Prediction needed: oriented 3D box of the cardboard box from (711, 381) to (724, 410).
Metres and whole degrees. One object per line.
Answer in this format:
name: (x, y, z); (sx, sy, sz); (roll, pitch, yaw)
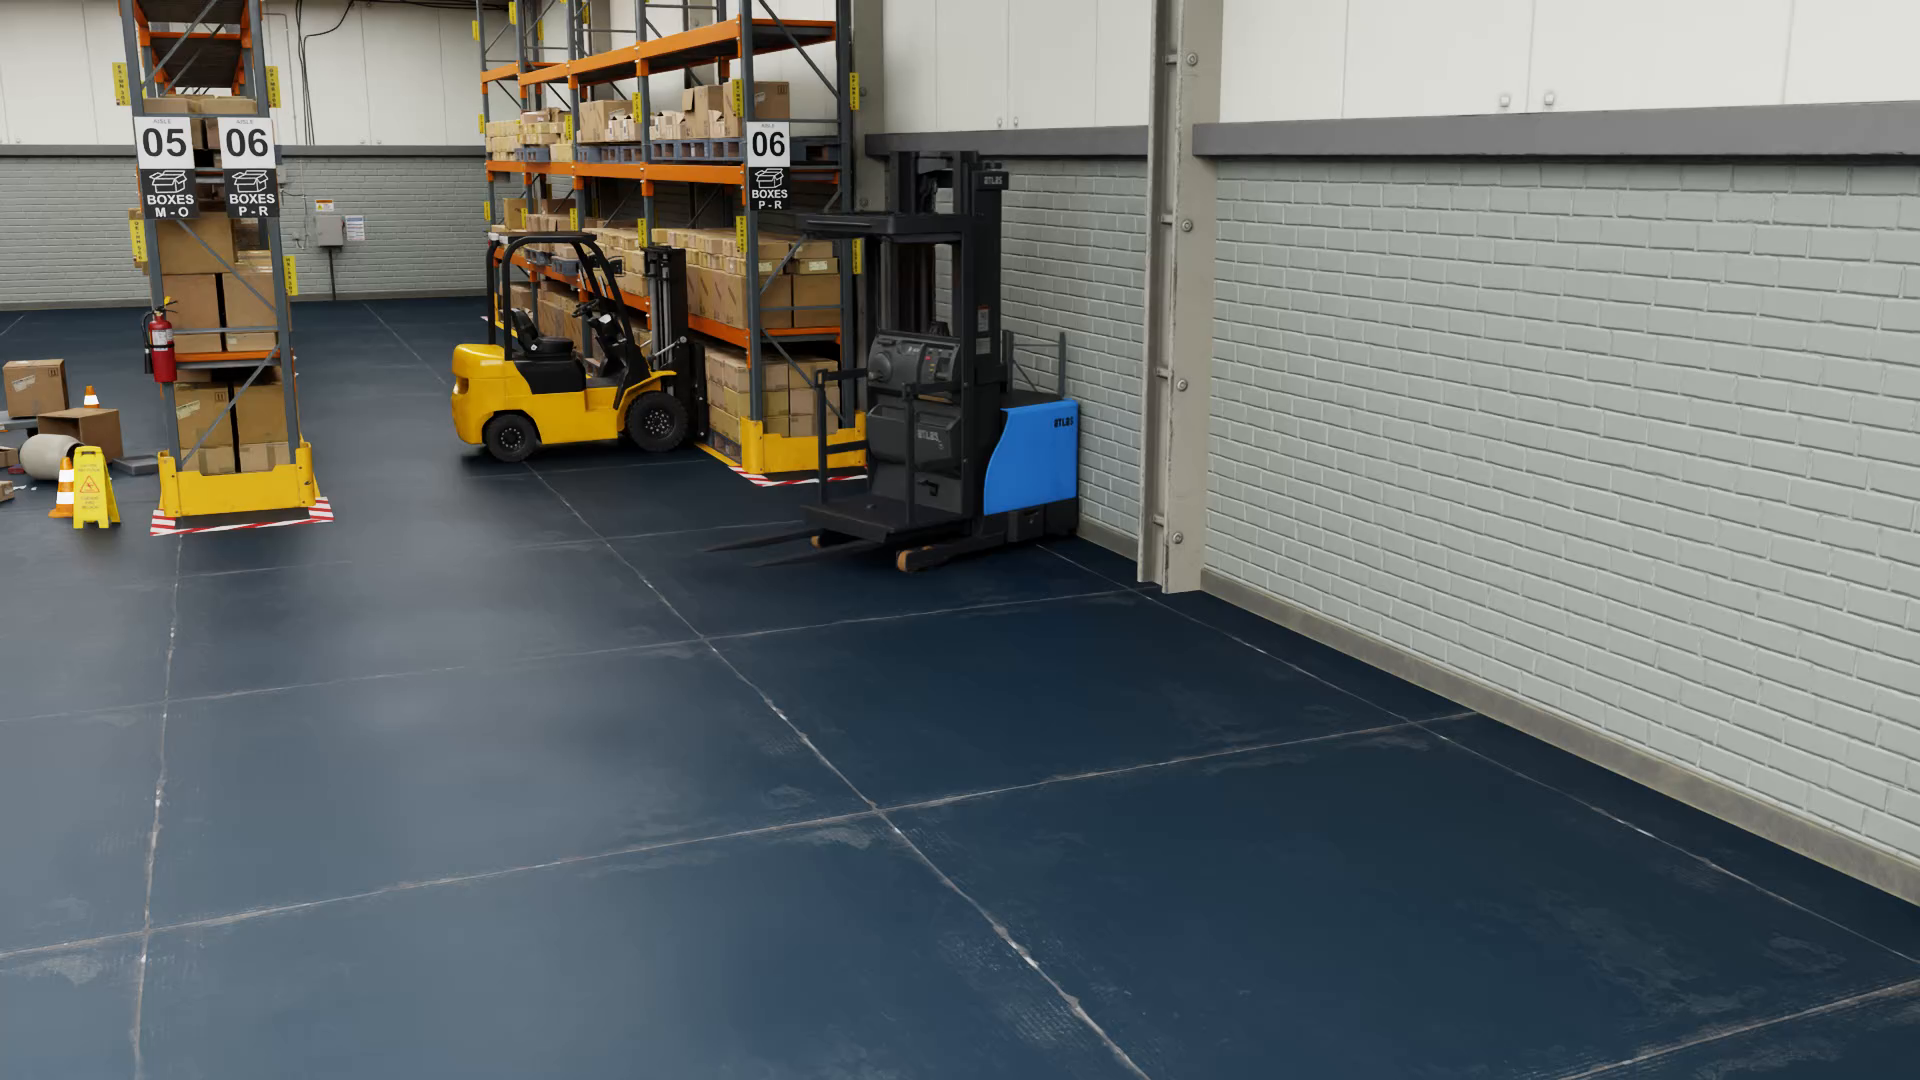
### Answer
cardboard box: (-2.165, -1.451, 16.544); (0.500, 0.250, 0.500); (-6, 14, -24)

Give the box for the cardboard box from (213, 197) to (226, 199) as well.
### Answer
cardboard box: (-10.814, -4.852, 24.740); (0.500, 0.500, 0.500); (-6, 14, -23)

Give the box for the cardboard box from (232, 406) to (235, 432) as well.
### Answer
cardboard box: (-7.428, -1.152, 16.362); (0.500, 0.250, 0.500); (-5, 14, -20)

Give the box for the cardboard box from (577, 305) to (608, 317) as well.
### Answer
cardboard box: (-5.127, -3.200, 23.218); (0.380, 0.149, 0.250); (-6, 14, -26)

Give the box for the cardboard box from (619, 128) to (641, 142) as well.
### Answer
cardboard box: (-3.813, -4.784, 19.639); (0.380, 0.149, 0.250); (-6, 14, -23)

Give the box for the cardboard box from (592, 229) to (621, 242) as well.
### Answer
cardboard box: (-4.604, -3.985, 21.774); (0.380, 0.149, 0.250); (-5, 14, -21)

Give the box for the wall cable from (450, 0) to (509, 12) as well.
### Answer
wall cable: (-8.989, -12.385, 34.090); (2.988, 3.039, 0.133); (-6, 14, -23)

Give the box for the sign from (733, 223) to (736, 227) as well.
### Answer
sign: (-2.587, -3.503, 19.255); (0.100, 0.325, 0.005); (-6, 14, -23)

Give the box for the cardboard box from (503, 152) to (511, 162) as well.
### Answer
cardboard box: (-7.357, -6.347, 27.544); (0.380, 0.149, 0.250); (-5, 14, -22)

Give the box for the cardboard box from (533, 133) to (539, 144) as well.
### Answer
cardboard box: (-6.039, -5.875, 24.354); (0.380, 0.149, 0.250); (-5, 14, -22)

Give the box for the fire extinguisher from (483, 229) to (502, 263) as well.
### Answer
fire extinguisher: (-8.384, -5.240, 29.858); (0.296, 0.674, 0.183); (-6, 14, -23)

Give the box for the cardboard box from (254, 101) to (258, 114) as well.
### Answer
cardboard box: (-6.153, -3.643, 14.096); (0.380, 0.149, 0.250); (-6, 14, -23)

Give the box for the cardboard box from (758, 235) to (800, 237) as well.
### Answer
cardboard box: (-1.852, -3.042, 17.040); (0.380, 0.149, 0.250); (-6, 14, -24)

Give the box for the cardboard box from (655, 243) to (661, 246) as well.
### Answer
cardboard box: (-3.208, -3.267, 18.672); (0.380, 0.149, 0.250); (-6, 14, -24)

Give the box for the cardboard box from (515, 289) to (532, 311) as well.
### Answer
cardboard box: (-7.021, -3.928, 27.803); (0.700, 0.500, 0.500); (-6, 14, -25)

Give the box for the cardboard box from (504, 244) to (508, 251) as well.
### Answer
cardboard box: (-7.551, -4.985, 28.314); (0.380, 0.149, 0.250); (-6, 14, -25)

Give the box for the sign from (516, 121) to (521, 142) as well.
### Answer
sign: (-6.793, -6.307, 25.670); (0.100, 0.325, 0.005); (-6, 14, -23)

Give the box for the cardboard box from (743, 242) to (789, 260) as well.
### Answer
cardboard box: (-1.829, -2.730, 15.693); (0.380, 0.149, 0.250); (-6, 14, -23)

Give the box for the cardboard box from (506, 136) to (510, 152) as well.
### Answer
cardboard box: (-7.134, -6.468, 27.185); (0.500, 0.250, 0.500); (-5, 14, -22)

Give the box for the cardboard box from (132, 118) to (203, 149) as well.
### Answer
cardboard box: (-6.491, -3.331, 13.630); (0.500, 0.250, 0.500); (-6, 14, -24)

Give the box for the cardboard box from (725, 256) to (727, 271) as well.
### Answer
cardboard box: (-2.065, -2.686, 16.161); (0.380, 0.149, 0.250); (-5, 14, -22)

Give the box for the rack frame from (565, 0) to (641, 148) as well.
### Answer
rack frame: (-4.697, -6.741, 22.038); (1.000, 3.000, 0.127); (-6, 14, -23)

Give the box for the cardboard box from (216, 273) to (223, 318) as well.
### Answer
cardboard box: (-7.088, -2.311, 15.322); (0.500, 0.500, 0.500); (-5, 14, -22)

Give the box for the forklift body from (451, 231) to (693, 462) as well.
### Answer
forklift body: (-3.923, -1.979, 16.650); (2.313, 2.155, 1.214); (-6, 14, -23)

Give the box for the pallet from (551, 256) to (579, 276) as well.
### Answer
pallet: (-5.033, -3.858, 23.314); (1.213, 0.211, 1.003); (-6, 14, -23)

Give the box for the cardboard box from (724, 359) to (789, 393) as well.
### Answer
cardboard box: (-1.962, -1.584, 16.013); (0.500, 0.250, 0.500); (-5, 14, -21)

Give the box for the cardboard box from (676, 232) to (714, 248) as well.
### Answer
cardboard box: (-2.803, -3.197, 17.712); (0.380, 0.149, 0.250); (-6, 14, -24)

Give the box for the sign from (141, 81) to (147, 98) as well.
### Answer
sign: (-8.148, -4.397, 16.543); (0.100, 0.325, 0.005); (-6, 14, -23)

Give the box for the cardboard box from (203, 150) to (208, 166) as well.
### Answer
cardboard box: (-7.487, -3.695, 16.086); (0.380, 0.149, 0.250); (-6, 14, -23)

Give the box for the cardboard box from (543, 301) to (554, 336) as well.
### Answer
cardboard box: (-6.089, -3.402, 25.529); (0.500, 0.500, 0.500); (-6, 14, -24)

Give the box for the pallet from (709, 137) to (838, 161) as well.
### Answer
pallet: (-1.752, -3.732, 15.886); (1.003, 0.211, 1.213); (-6, 14, -23)

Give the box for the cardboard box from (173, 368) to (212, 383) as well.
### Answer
cardboard box: (-6.807, -1.474, 14.653); (0.380, 0.149, 0.250); (-5, 14, -21)

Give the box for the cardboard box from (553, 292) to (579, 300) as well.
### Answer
cardboard box: (-5.982, -3.692, 25.342); (0.380, 0.149, 0.250); (-6, 14, -24)

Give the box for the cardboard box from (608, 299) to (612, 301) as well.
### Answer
cardboard box: (-4.899, -3.423, 24.180); (0.380, 0.149, 0.250); (-6, 14, -26)

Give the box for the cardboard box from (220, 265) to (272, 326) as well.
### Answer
cardboard box: (-6.185, -2.140, 14.580); (0.500, 0.500, 0.500); (-5, 14, -21)

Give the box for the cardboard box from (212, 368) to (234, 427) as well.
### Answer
cardboard box: (-7.006, -1.301, 15.342); (0.500, 0.500, 0.500); (-6, 14, -24)

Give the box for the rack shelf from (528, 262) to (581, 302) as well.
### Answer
rack shelf: (-5.498, -3.881, 24.581); (1.077, 0.370, 4.000); (-6, 14, -23)

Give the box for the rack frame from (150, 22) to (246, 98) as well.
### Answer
rack frame: (-9.243, -6.292, 20.098); (1.000, 3.000, 0.127); (-6, 14, -23)

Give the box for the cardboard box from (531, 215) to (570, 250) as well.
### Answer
cardboard box: (-6.103, -4.671, 25.245); (0.700, 0.500, 0.500); (-5, 14, -22)

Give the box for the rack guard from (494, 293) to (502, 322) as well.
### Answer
rack guard: (-7.871, -4.237, 30.070); (1.175, 0.500, 0.348); (-6, 14, -23)

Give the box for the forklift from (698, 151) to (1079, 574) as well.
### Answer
forklift: (-0.496, -1.320, 12.075); (3.031, 2.935, 1.130); (-12, 18, -42)

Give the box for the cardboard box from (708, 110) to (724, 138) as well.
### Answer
cardboard box: (-2.204, -4.011, 16.039); (0.396, 0.266, 0.258); (-6, 14, -23)

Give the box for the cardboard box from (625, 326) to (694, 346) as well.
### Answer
cardboard box: (-3.618, -2.307, 20.521); (0.875, 0.625, 0.625); (-6, 14, -24)

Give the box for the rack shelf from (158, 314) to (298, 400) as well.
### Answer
rack shelf: (-6.840, -1.779, 15.499); (1.077, 0.370, 4.000); (-6, 14, -23)

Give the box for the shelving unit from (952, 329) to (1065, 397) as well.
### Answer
shelving unit: (0.362, -0.938, 13.439); (0.587, 1.500, 1.083); (-2, 9, -25)

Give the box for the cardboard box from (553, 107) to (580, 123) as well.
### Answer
cardboard box: (-5.977, -6.475, 25.367); (0.396, 0.266, 0.258); (-6, 14, -23)

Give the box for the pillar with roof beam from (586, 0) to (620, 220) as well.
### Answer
pillar with roof beam: (-9.697, -7.404, 24.902); (9.100, 9.000, 0.400); (-6, 14, -23)

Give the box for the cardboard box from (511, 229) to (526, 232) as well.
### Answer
cardboard box: (-7.128, -5.006, 27.520); (0.500, 0.250, 0.500); (-6, 14, -23)

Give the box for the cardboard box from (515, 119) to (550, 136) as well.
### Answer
cardboard box: (-6.722, -6.504, 26.231); (0.500, 0.250, 0.500); (-6, 14, -23)

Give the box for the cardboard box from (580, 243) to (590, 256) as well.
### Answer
cardboard box: (-4.766, -3.873, 22.174); (0.500, 0.250, 0.500); (-6, 14, -23)
